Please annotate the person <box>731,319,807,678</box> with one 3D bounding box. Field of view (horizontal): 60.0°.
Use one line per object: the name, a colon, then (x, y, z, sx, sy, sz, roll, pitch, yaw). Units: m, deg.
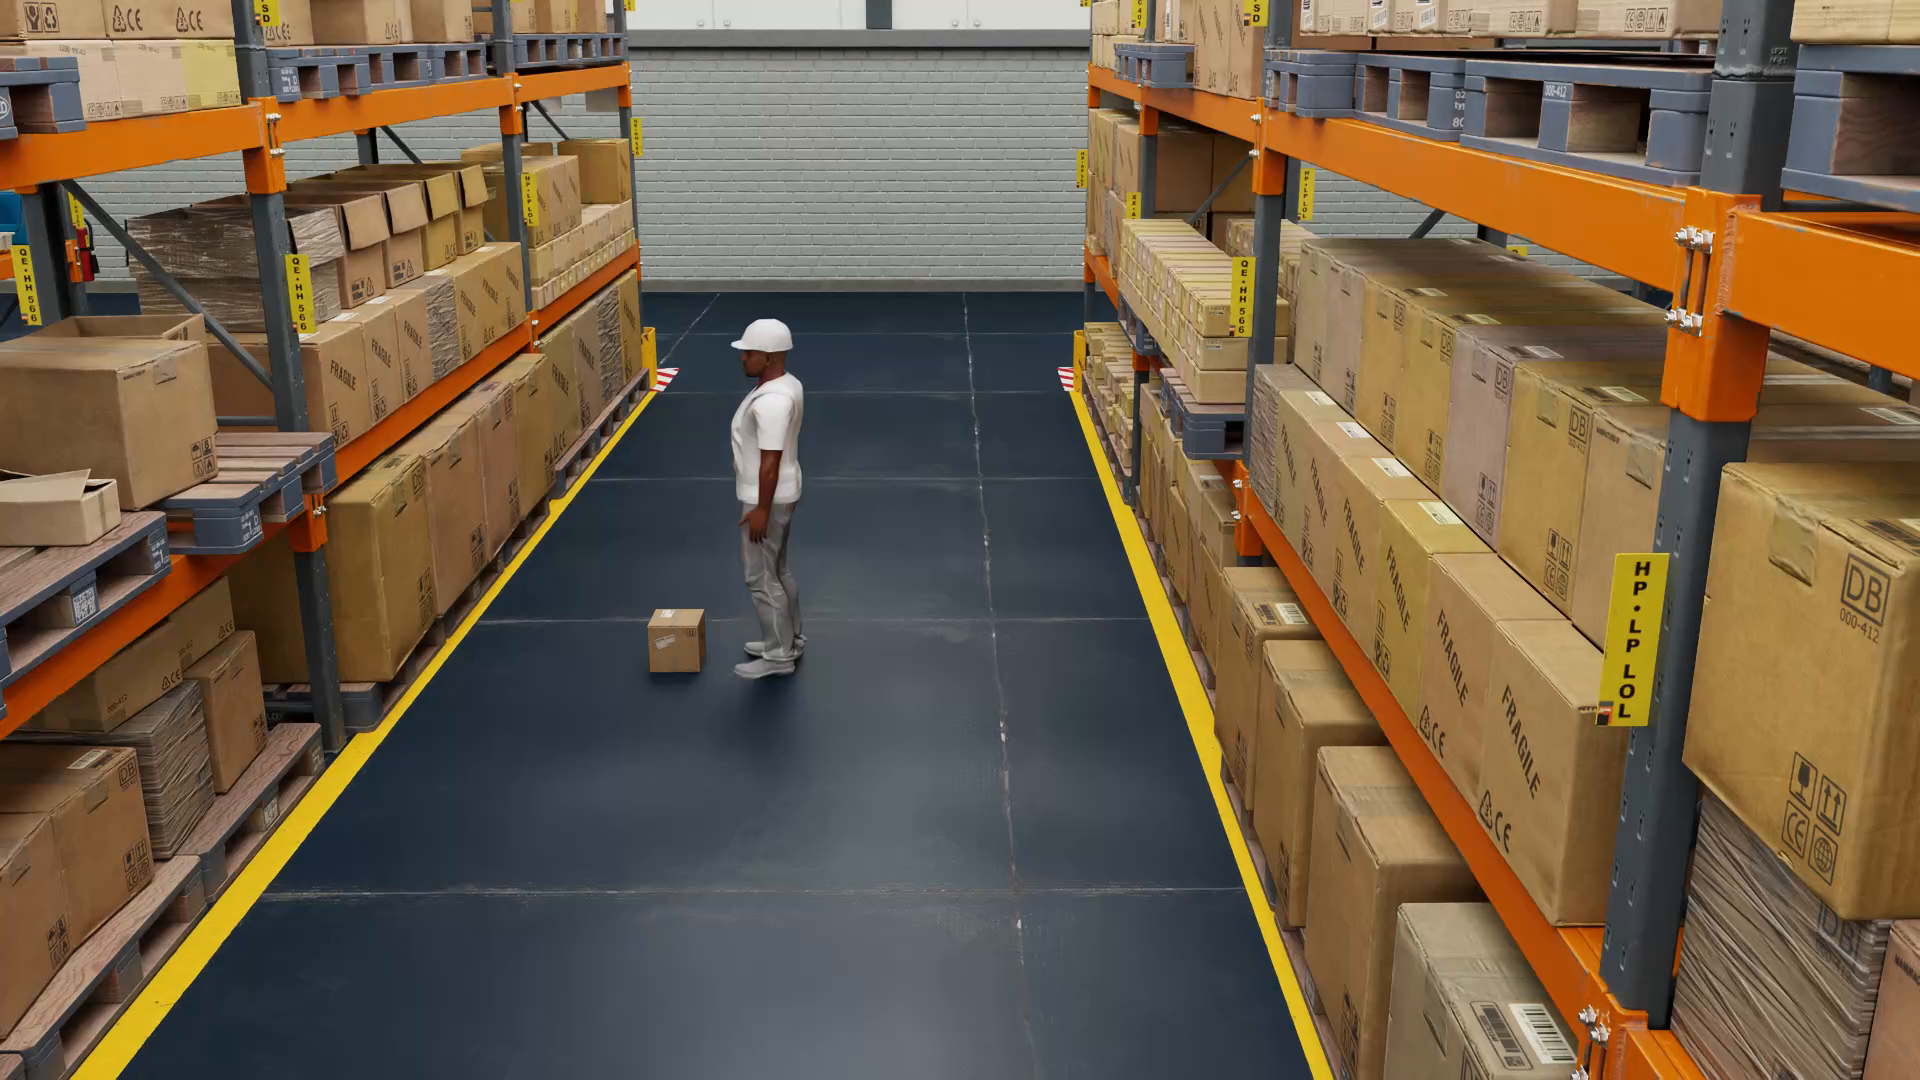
person: (-0.949, -0.209, 8.201, 0.370, 1.764, 0.564, 0, 17, 0)
